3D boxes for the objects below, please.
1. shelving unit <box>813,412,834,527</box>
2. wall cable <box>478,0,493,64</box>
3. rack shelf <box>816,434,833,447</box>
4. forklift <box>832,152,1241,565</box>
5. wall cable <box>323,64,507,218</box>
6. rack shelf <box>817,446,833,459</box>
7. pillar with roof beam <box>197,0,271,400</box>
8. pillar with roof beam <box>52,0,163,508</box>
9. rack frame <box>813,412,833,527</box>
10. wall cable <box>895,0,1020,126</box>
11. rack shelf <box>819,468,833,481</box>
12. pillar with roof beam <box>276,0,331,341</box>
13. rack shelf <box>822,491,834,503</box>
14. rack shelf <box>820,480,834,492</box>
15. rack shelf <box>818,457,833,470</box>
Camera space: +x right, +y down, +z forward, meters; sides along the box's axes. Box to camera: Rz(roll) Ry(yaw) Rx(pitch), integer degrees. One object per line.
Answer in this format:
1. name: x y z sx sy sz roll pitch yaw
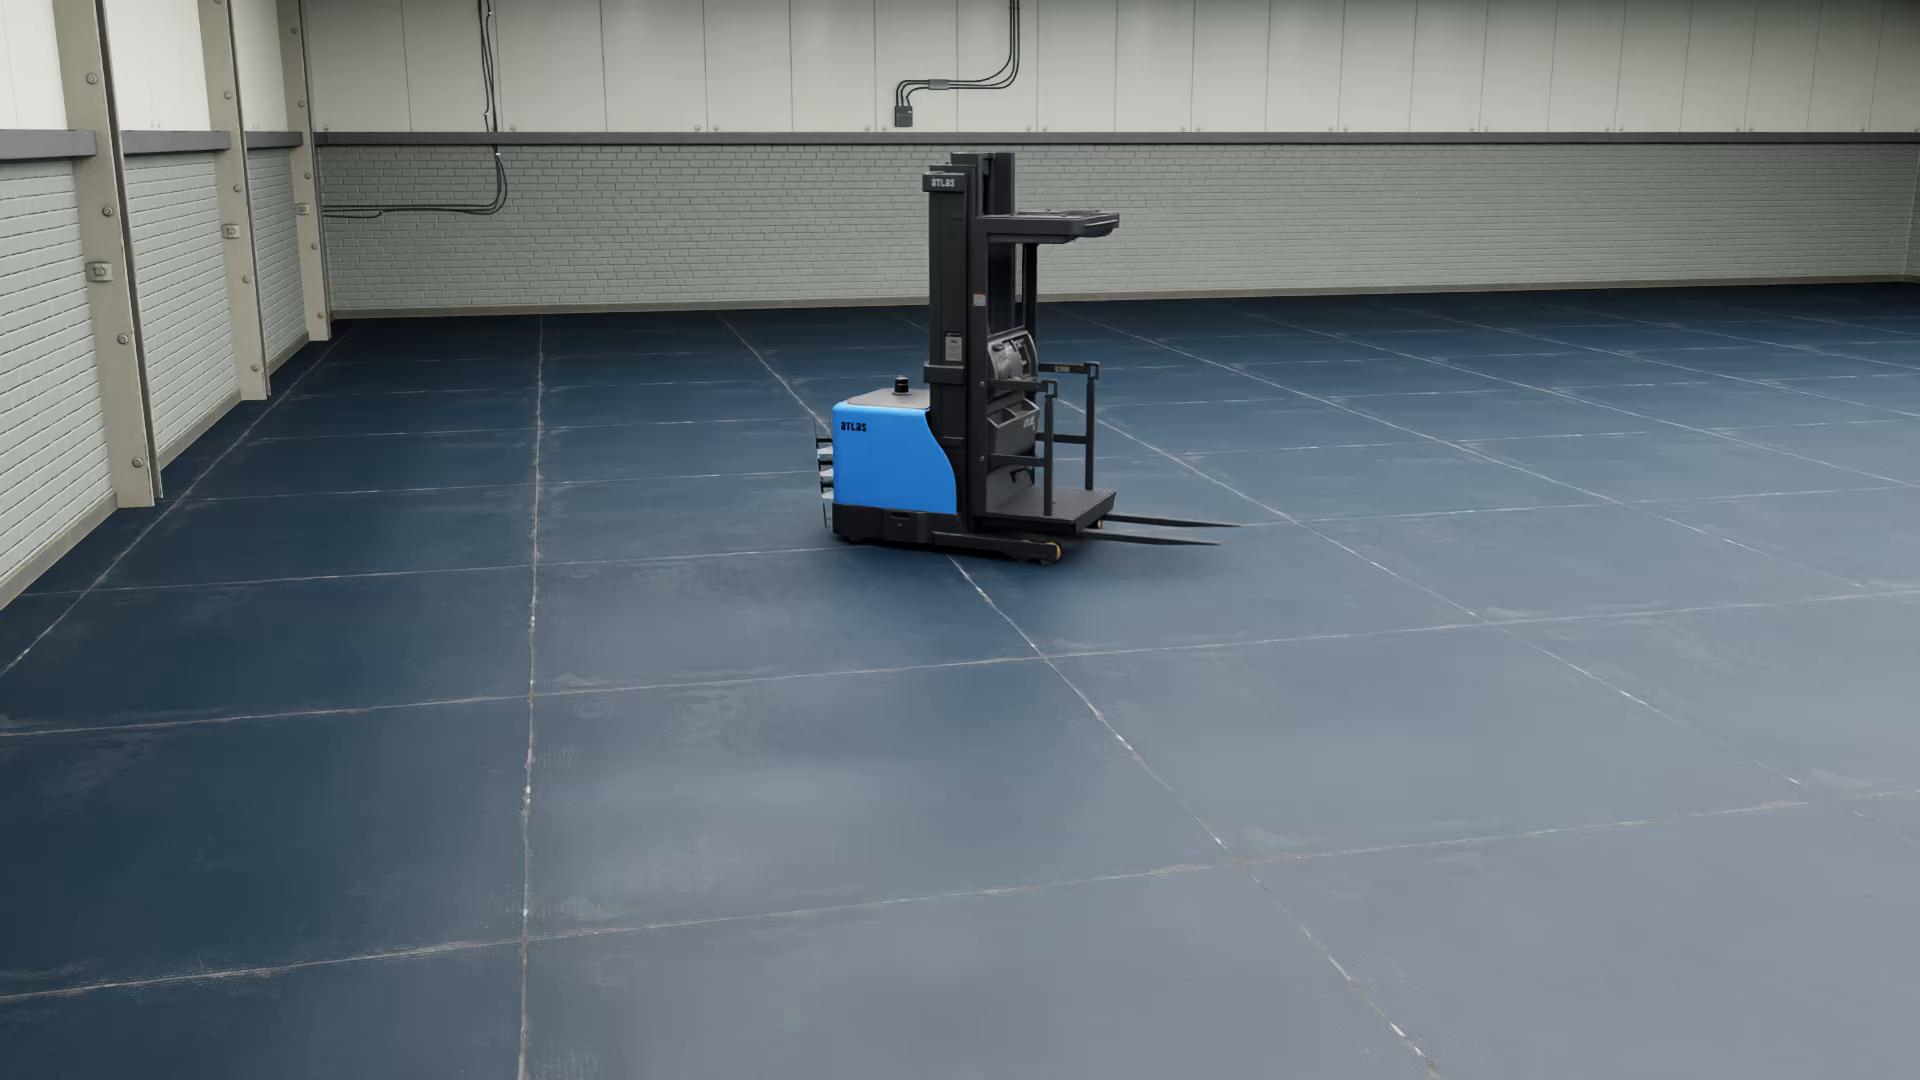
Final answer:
1. shelving unit: -0.974 -0.564 13.302 0.210 0.900 0.258 1 12 31
2. wall cable: -6.634 -9.312 27.982 3.097 2.526 0.112 -3 14 -13
3. rack shelf: -0.995 -0.796 13.258 0.200 0.077 0.258 1 12 31
4. forklift: 0.580 -1.385 12.420 3.031 2.935 1.130 5 15 21
5. wall cable: -9.264 -6.708 27.964 3.097 2.526 0.112 -3 14 -13
6. rack shelf: -0.987 -0.707 13.275 0.200 0.077 0.258 1 12 31
7. pillar with roof beam: -4.263 -6.319 19.829 9.100 9.000 0.400 -3 14 -13
8. pillar with roof beam: -2.854 -4.934 14.164 9.100 9.000 0.400 -3 14 -13
9. rack frame: -1.061 -0.566 13.354 0.006 0.900 0.240 1 12 31
10. wall cable: -0.032 -10.394 29.343 2.305 6.003 0.169 -3 14 -13
11. rack shelf: -0.970 -0.531 13.308 0.200 0.077 0.258 1 12 31
12. pillar with roof beam: -5.673 -7.703 25.495 9.100 9.000 0.400 -3 14 -13
13. rack shelf: -0.954 -0.355 13.341 0.200 0.077 0.258 1 12 31
14. rack shelf: -0.962 -0.443 13.325 0.200 0.077 0.258 1 12 31
15. rack shelf: -0.979 -0.619 13.291 0.200 0.077 0.258 1 12 31
